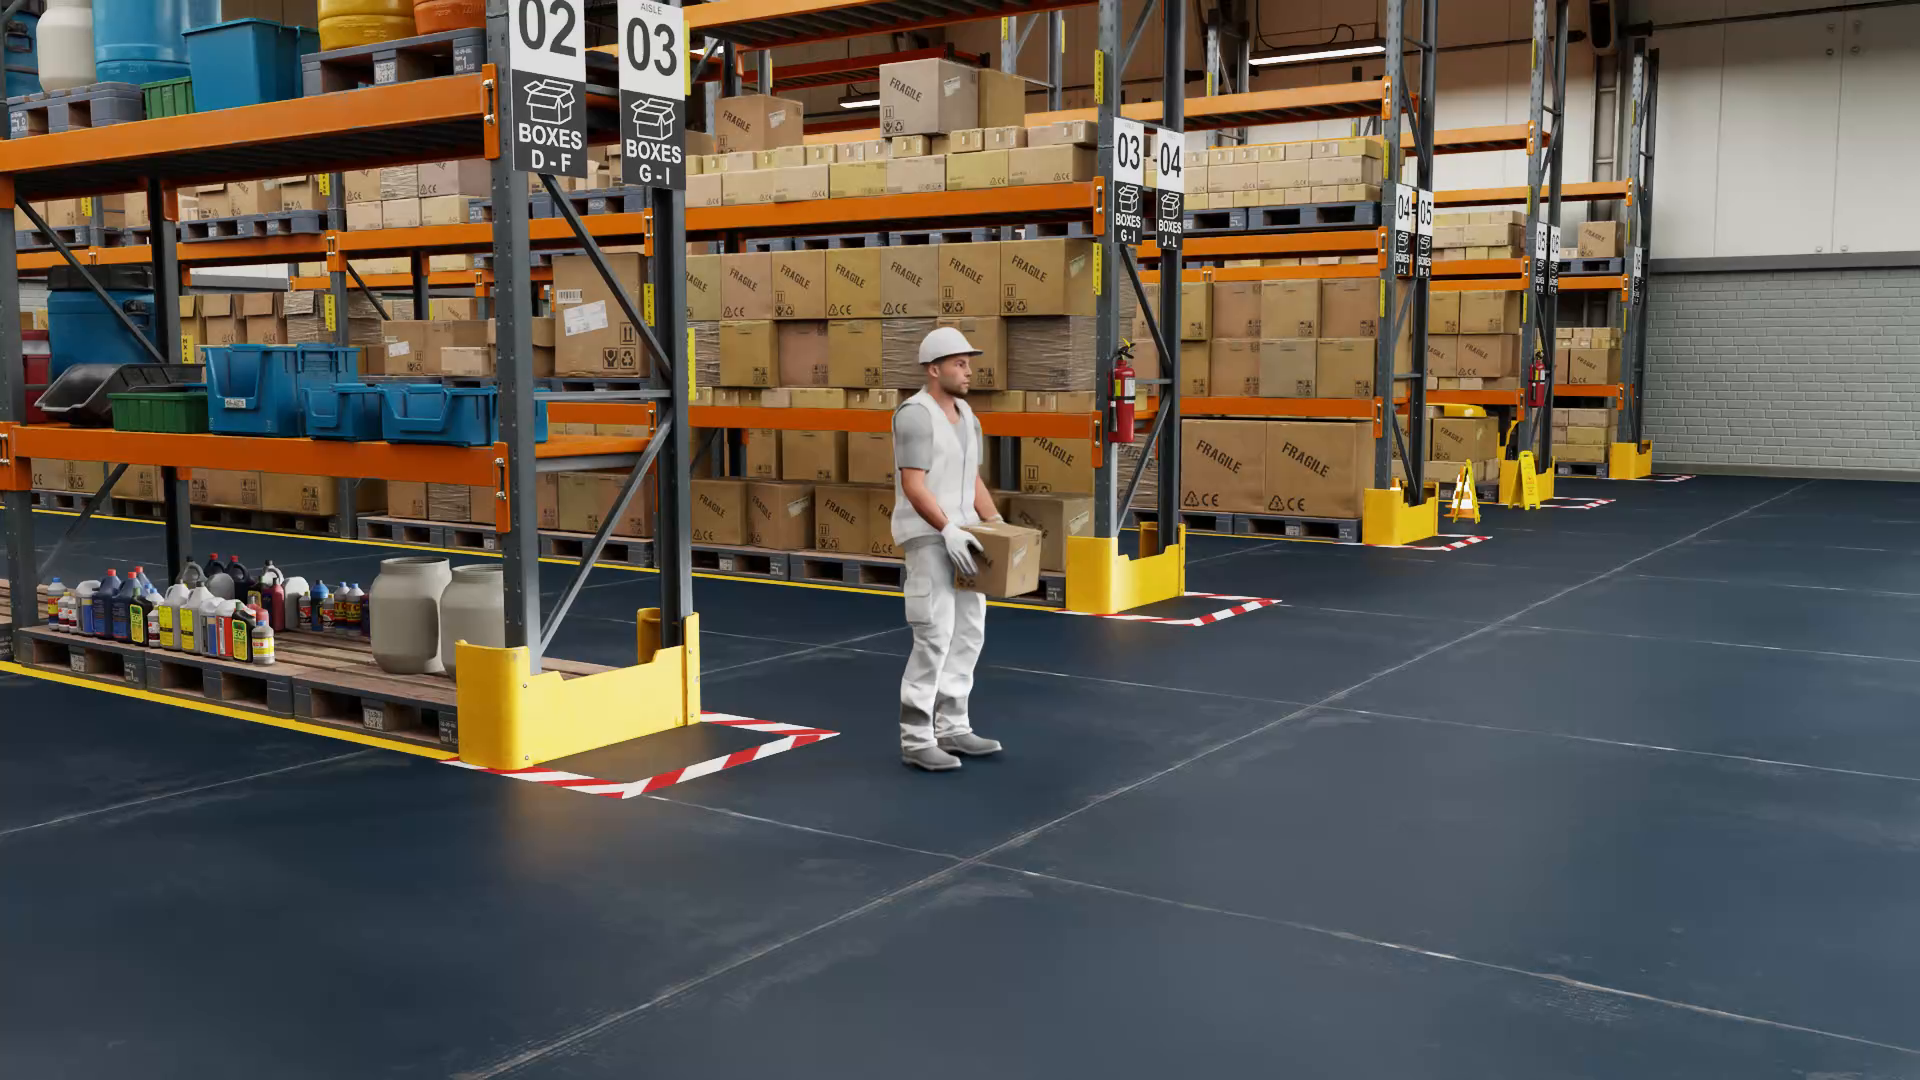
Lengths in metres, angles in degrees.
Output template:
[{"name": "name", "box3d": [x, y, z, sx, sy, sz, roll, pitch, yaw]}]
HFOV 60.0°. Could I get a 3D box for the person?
[{"name": "person", "box3d": [-0.028, 0.025, 6.860, 0.474, 1.793, 0.533, 4, 7, 33]}]
